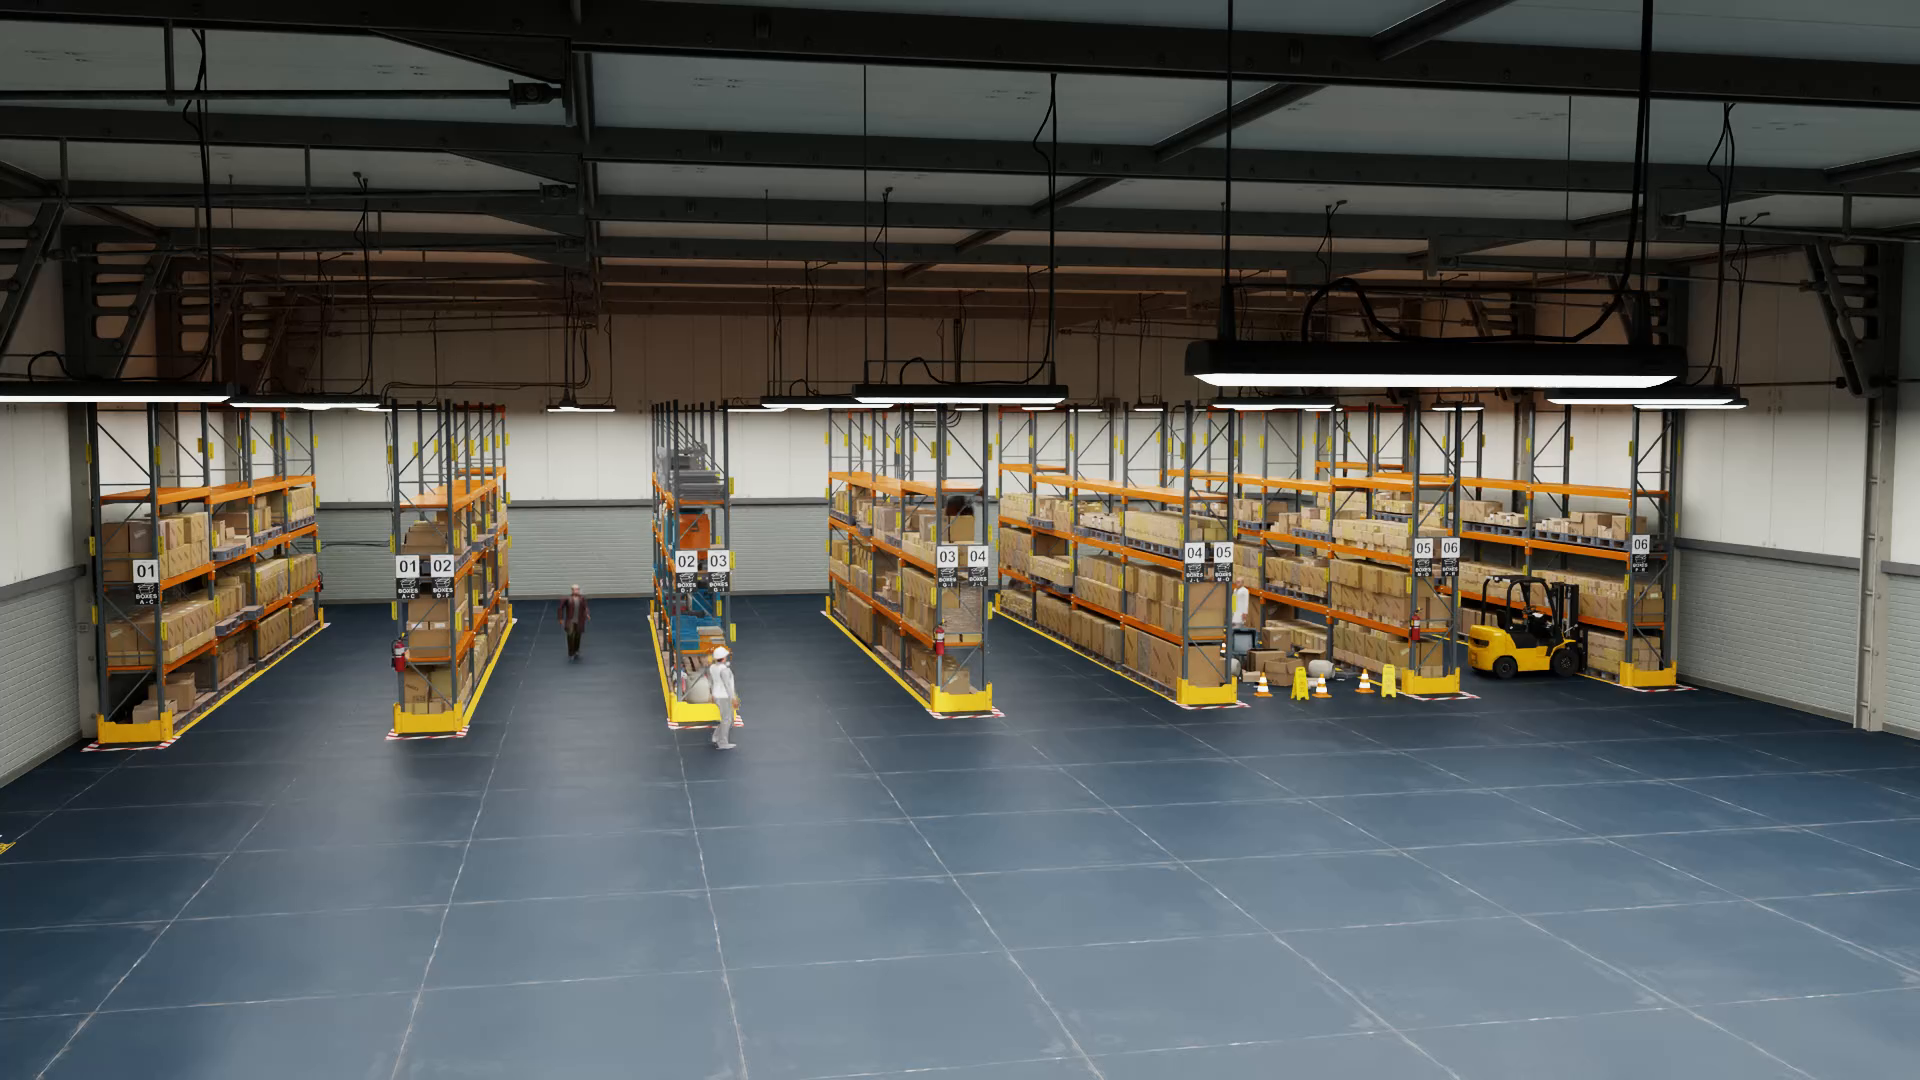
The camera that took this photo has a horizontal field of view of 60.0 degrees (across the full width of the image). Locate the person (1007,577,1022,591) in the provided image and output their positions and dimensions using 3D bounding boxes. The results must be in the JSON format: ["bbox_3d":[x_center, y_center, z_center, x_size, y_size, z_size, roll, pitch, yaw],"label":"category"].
[{"bbox_3d":[1.747,1.105,49.970,0.876,1.685,0.581,-2,5,-21],"label":"person"}]

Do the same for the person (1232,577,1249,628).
[{"bbox_3d":[6.731,1.897,40.442,0.521,1.577,0.631,0,4,-1],"label":"person"}]

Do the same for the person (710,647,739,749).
[{"bbox_3d":[-4.048,2.709,28.524,0.458,1.778,0.575,-1,4,-16],"label":"person"}]

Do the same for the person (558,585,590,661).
[{"bbox_3d":[-9.062,1.952,39.058,0.748,1.814,0.936,-1,4,-13],"label":"person"}]
